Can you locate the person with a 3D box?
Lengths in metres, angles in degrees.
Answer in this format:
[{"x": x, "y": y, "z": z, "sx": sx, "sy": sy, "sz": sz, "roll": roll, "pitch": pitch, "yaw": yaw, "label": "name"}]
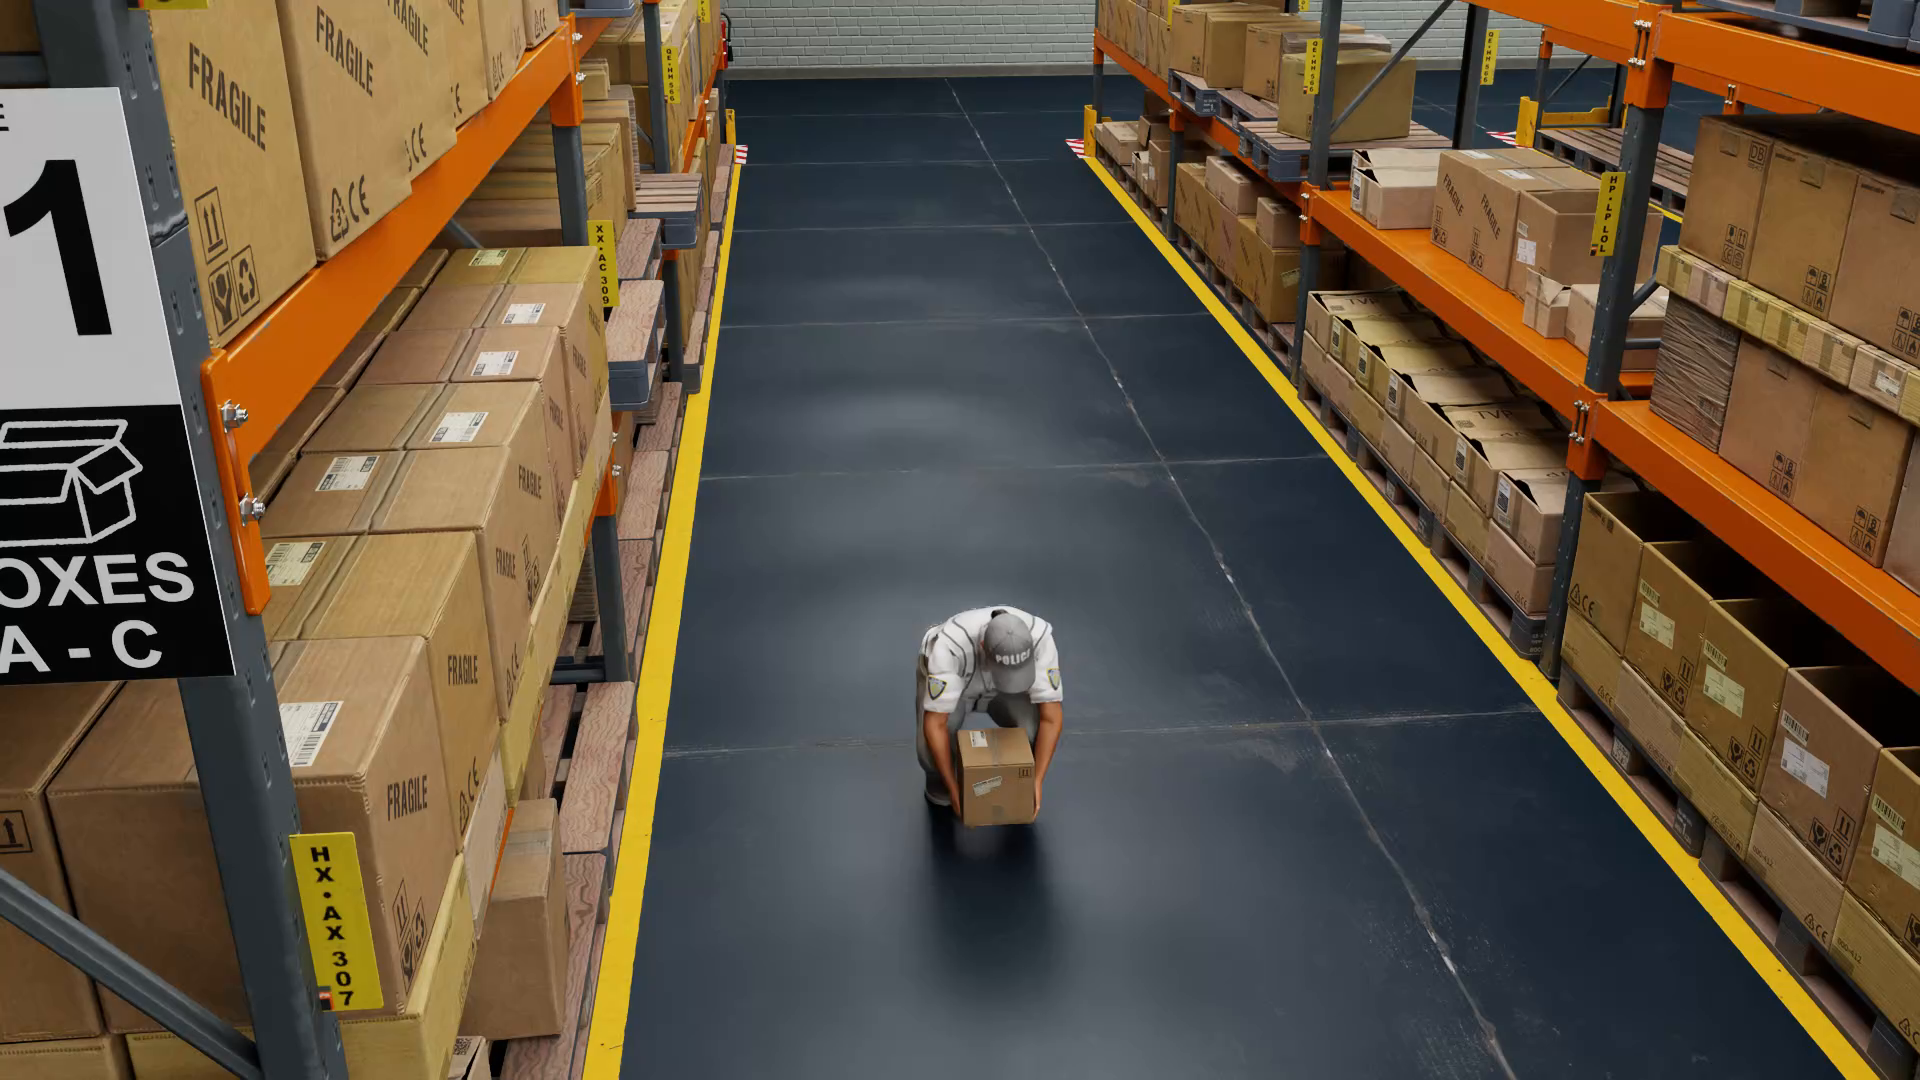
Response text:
[{"x": 0.093, "y": 0.583, "z": 6.204, "sx": 0.536, "sy": 0.930, "sz": 0.852, "roll": -2, "pitch": 24, "yaw": -5, "label": "person"}]
